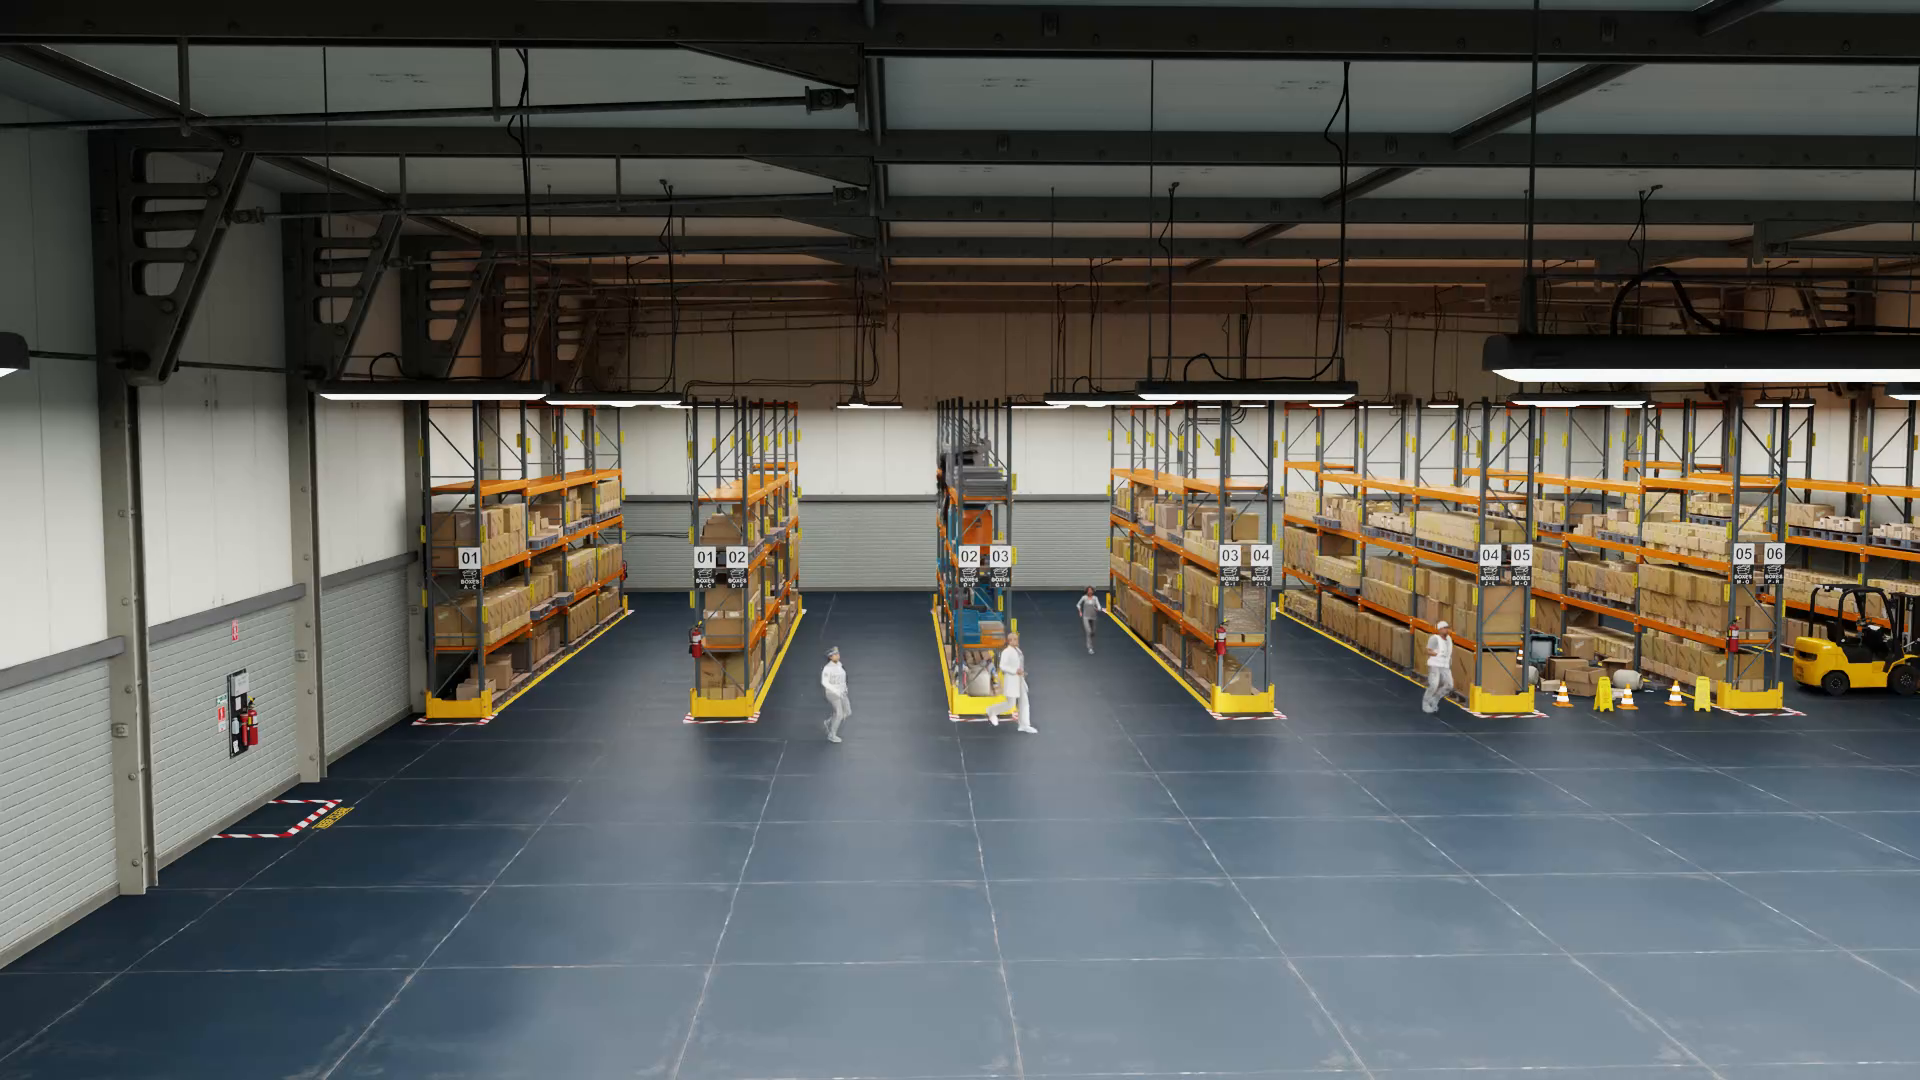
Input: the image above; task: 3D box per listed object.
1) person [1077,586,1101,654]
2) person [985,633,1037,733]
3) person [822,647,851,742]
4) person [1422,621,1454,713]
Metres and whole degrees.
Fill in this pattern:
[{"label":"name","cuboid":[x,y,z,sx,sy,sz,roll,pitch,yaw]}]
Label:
[{"label":"person","cuboid":[3.066,1.876,39.399,0.543,1.574,0.877,-1,4,-9]},{"label":"person","cuboid":[0.935,2.542,29.688,1.009,1.766,0.713,3,5,31]},{"label":"person","cuboid":[-2.153,2.671,28.891,0.476,1.664,0.623,3,5,30]},{"label":"person","cuboid":[9.155,2.416,31.541,0.687,1.751,0.639,-2,5,-24]}]
